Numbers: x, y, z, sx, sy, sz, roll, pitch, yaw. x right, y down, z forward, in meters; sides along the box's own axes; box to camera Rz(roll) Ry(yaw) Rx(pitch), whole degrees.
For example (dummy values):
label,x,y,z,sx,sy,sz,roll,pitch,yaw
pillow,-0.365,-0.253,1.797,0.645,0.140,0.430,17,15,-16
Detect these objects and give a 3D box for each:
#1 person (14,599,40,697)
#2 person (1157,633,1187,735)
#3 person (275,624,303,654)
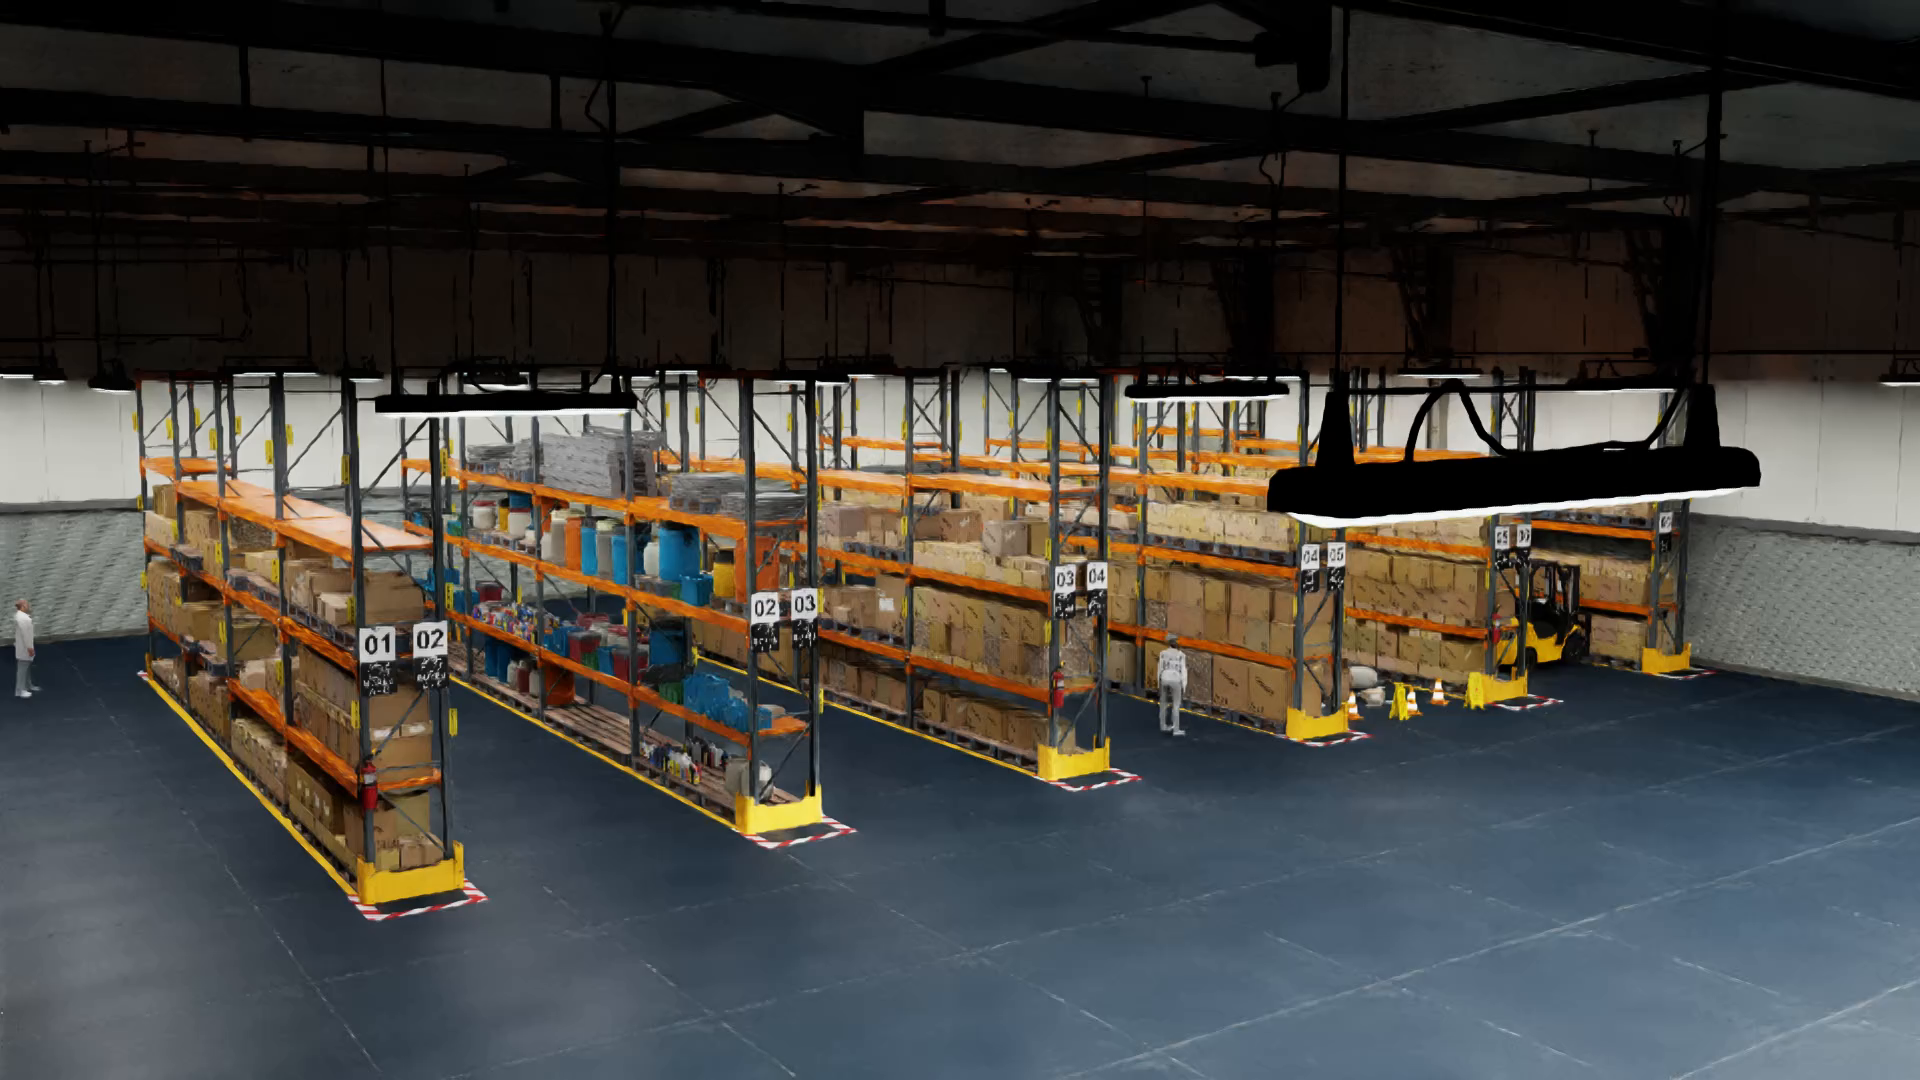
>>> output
label,x,y,z,sx,sy,sz,roll,pitch,yaw
person,-17.265,1.964,30.713,0.433,1.785,0.709,-4,8,-32
person,3.525,2.377,27.608,0.537,1.675,0.416,3,7,25
person,-12.833,1.937,31.862,0.493,1.606,1.001,-5,8,-35
